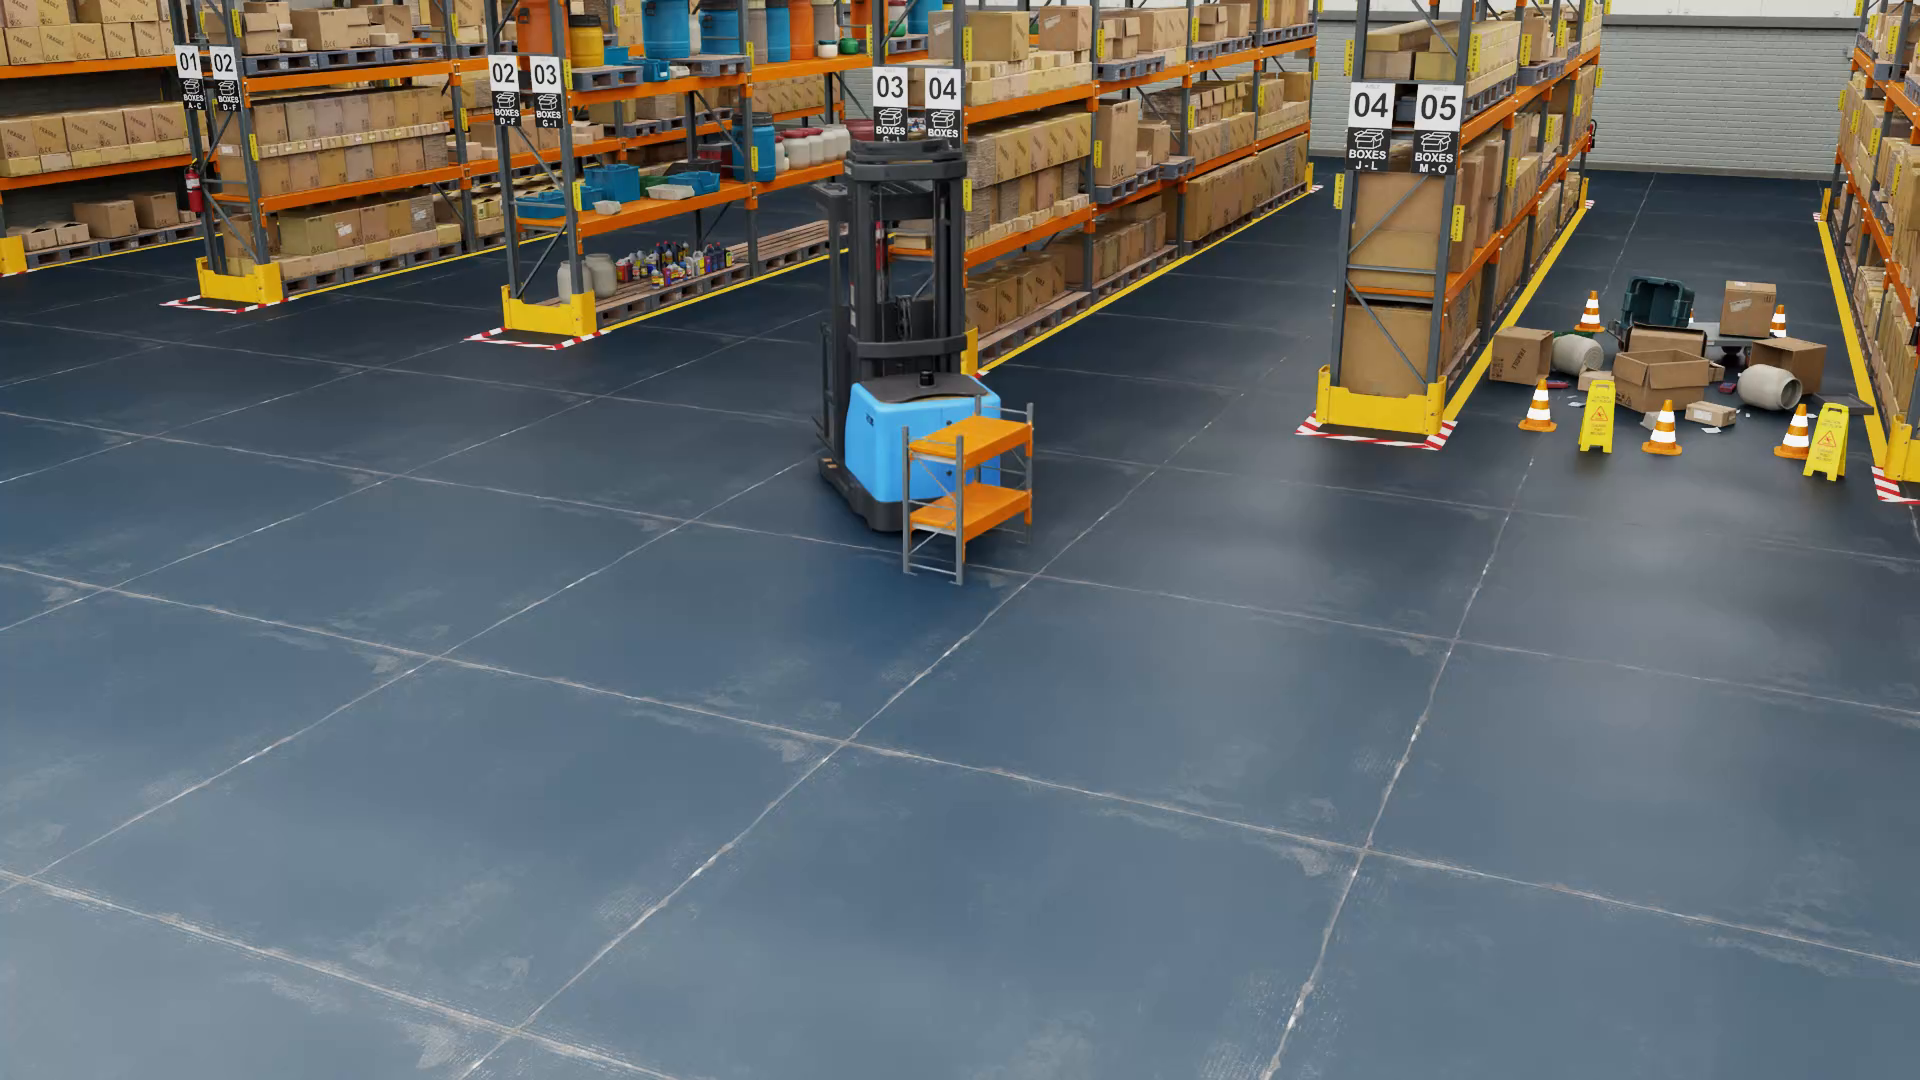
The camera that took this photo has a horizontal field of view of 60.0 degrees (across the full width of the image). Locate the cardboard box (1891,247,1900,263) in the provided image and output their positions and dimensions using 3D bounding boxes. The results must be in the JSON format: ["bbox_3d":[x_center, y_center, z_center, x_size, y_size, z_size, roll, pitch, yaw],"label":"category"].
[{"bbox_3d":[9.835,-2.944,17.145,0.380,0.149,0.250,8,21,22],"label":"cardboard box"}]

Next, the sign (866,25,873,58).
[{"bbox_3d":[-0.921,-5.164,17.216,0.100,0.325,0.005,9,21,23],"label":"sign"}]

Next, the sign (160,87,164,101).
[{"bbox_3d":[-12.850,-7.134,26.824,0.100,0.325,0.005,9,21,23],"label":"sign"}]

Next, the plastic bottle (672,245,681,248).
[{"bbox_3d":[-3.941,-3.938,22.974,0.152,0.276,0.135,9,22,25],"label":"plastic bottle"}]

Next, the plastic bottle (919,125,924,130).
[{"bbox_3d":[-0.648,-6.789,27.773,0.097,0.271,0.097,0,20,0],"label":"plastic bottle"}]

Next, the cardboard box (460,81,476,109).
[{"bbox_3d":[-9.638,-8.517,31.817,0.500,0.500,0.500,9,22,24],"label":"cardboard box"}]

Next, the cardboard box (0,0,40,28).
[{"bbox_3d":[-13.349,-7.462,23.327,0.500,0.500,0.500,8,21,22],"label":"cardboard box"}]

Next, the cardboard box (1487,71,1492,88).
[{"bbox_3d":[5.010,-4.527,16.343,0.380,0.149,0.250,8,21,22],"label":"cardboard box"}]

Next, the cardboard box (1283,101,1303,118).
[{"bbox_3d":[5.964,-7.873,30.409,0.500,0.250,0.500,8,21,22],"label":"cardboard box"}]

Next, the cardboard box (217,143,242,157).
[{"bbox_3d":[-9.476,-5.108,21.737,0.380,0.149,0.250,8,21,22],"label":"cardboard box"}]

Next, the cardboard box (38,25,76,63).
[{"bbox_3d":[-13.153,-7.147,23.933,0.500,0.500,0.500,10,22,25],"label":"cardboard box"}]

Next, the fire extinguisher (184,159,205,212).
[{"bbox_3d":[-9.931,-4.603,21.551,0.296,0.674,0.183,9,21,23],"label":"fire extinguisher"}]

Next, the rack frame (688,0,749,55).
[{"bbox_3d":[-3.304,-7.981,21.979,1.000,3.000,0.127,9,21,23],"label":"rack frame"}]

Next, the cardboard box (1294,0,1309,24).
[{"bbox_3d":[5.965,-9.682,30.314,0.700,0.500,0.500,7,21,19],"label":"cardboard box"}]

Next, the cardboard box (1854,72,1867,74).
[{"bbox_3d":[14.772,-7.536,27.074,0.380,0.149,0.250,9,21,24],"label":"cardboard box"}]

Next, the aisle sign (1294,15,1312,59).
[{"bbox_3d":[6.432,-9.348,30.899,0.394,0.787,0.004,9,21,23],"label":"aisle sign"}]

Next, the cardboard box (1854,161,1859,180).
[{"bbox_3d":[12.676,-5.078,22.996,0.500,0.250,0.500,8,21,22],"label":"cardboard box"}]

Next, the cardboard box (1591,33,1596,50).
[{"bbox_3d":[10.050,-8.126,27.090,0.500,0.250,0.500,10,22,25],"label":"cardboard box"}]

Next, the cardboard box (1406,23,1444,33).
[{"bbox_3d":[4.824,-5.302,17.333,0.380,0.149,0.250,9,21,23],"label":"cardboard box"}]

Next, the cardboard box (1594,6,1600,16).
[{"bbox_3d":[10.441,-8.819,27.697,0.380,0.149,0.250,9,21,24],"label":"cardboard box"}]

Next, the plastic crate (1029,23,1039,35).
[{"bbox_3d":[1.467,-9.795,31.874,0.450,0.188,0.336,9,21,23],"label":"plastic crate"}]

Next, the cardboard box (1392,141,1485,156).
[{"bbox_3d":[5.051,-3.904,17.634,0.875,0.550,0.550,9,21,23],"label":"cardboard box"}]

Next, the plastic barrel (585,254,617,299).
[{"bbox_3d":[-4.536,-3.322,20.919,0.421,0.512,0.421,0,20,0],"label":"plastic barrel"}]

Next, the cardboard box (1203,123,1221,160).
[{"bbox_3d":[3.716,-6.171,25.694,0.500,0.500,0.500,8,21,22],"label":"cardboard box"}]

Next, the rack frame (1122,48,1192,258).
[{"bbox_3d":[2.853,-5.697,24.512,1.000,3.000,0.127,9,21,23],"label":"rack frame"}]

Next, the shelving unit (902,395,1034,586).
[{"bbox_3d":[0.069,-0.389,12.385,0.538,1.125,1.048,12,23,29],"label":"shelving unit"}]

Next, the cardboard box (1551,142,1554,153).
[{"bbox_3d":[8.571,-5.822,24.610,0.380,0.149,0.250,8,21,20],"label":"cardboard box"}]

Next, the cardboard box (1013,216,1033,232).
[{"bbox_3d":[0.614,-3.633,19.082,0.380,0.149,0.250,9,21,23],"label":"cardboard box"}]

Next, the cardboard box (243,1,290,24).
[{"bbox_3d":[-11.540,-8.705,27.716,0.500,0.500,0.500,8,21,21],"label":"cardboard box"}]

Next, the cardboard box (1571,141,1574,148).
[{"bbox_3d":[9.768,-6.460,27.032,0.380,0.149,0.250,9,21,24],"label":"cardboard box"}]

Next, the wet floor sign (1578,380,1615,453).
[{"bbox_3d":[5.855,-1.150,15.240,0.267,0.644,0.232,5,20,13],"label":"wet floor sign"}]

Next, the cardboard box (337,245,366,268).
[{"bbox_3d":[-8.630,-3.954,23.087,0.500,0.250,0.500,9,21,23],"label":"cardboard box"}]

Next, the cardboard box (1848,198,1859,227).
[{"bbox_3d":[14.253,-5.002,25.754,0.875,0.438,0.875,8,21,21],"label":"cardboard box"}]

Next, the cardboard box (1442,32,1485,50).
[{"bbox_3d":[4.696,-4.669,15.553,0.380,0.149,0.250,8,21,22],"label":"cardboard box"}]

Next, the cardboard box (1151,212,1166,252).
[{"bbox_3d":[2.597,-4.519,24.273,0.700,0.500,0.500,7,21,20],"label":"cardboard box"}]

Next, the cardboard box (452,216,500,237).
[{"bbox_3d":[-7.430,-4.826,25.540,0.500,0.250,0.500,8,21,21],"label":"cardboard box"}]

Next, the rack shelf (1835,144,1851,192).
[{"bbox_3d":[14.351,-5.833,25.966,1.077,0.370,4.000,9,21,23],"label":"rack shelf"}]

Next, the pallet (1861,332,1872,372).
[{"bbox_3d":[10.574,-2.039,18.387,1.003,0.211,1.213,9,21,23],"label":"pallet"}]

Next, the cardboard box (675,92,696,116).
[{"bbox_3d":[-5.212,-7.977,30.146,0.700,0.500,0.500,3,20,9],"label":"cardboard box"}]

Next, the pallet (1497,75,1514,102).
[{"bbox_3d":[5.354,-4.886,17.886,1.003,0.211,1.213,9,21,23],"label":"pallet"}]

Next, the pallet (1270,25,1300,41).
[{"bbox_3d":[5.337,-8.912,29.206,1.003,0.211,1.213,9,21,23],"label":"pallet"}]

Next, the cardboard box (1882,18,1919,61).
[{"bbox_3d":[12.126,-6.324,21.023,0.700,0.500,0.500,7,21,20],"label":"cardboard box"}]

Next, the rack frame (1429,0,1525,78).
[{"bbox_3d":[5.699,-6.589,18.068,1.000,3.000,0.127,9,21,23],"label":"rack frame"}]

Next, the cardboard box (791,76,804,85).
[{"bbox_3d":[-3.463,-9.377,33.217,0.500,0.500,0.500,9,22,24],"label":"cardboard box"}]

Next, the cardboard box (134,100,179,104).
[{"bbox_3d":[-12.725,-6.690,26.380,0.500,0.500,0.500,8,21,21],"label":"cardboard box"}]

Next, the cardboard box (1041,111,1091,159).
[{"bbox_3d":[1.282,-4.957,20.346,0.500,0.500,0.500,9,21,23],"label":"cardboard box"}]

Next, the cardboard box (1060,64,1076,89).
[{"bbox_3d":[1.043,-5.484,19.658,0.500,0.250,0.500,9,22,24],"label":"cardboard box"}]

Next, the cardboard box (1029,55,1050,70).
[{"bbox_3d":[0.811,-5.462,19.003,0.380,0.149,0.250,10,22,25],"label":"cardboard box"}]

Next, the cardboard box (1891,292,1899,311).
[{"bbox_3d":[9.454,-2.345,16.476,0.380,0.149,0.250,9,22,25],"label":"cardboard box"}]

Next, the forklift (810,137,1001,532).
[{"bbox_3d":[-0.602,-1.904,13.949,1.130,2.935,3.031,-6,20,-17],"label":"forklift"}]

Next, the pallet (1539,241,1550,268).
[{"bbox_3d":[8.159,-4.282,24.695,1.003,0.211,1.213,9,21,23],"label":"pallet"}]

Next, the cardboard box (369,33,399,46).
[{"bbox_3d":[-8.066,-6.987,23.202,0.380,0.149,0.250,9,21,23],"label":"cardboard box"}]

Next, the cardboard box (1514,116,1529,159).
[{"bbox_3d":[6.938,-5.213,21.510,0.700,0.500,0.500,8,21,22],"label":"cardboard box"}]

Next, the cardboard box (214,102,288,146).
[{"bbox_3d":[-9.234,-5.427,21.668,0.700,0.500,0.500,9,21,23],"label":"cardboard box"}]

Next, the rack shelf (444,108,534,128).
[{"bbox_3d":[-9.885,-8.009,32.085,1.077,0.370,4.000,9,21,23],"label":"rack shelf"}]

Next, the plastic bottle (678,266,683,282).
[{"bbox_3d":[-3.693,-3.497,21.845,0.097,0.201,0.097,0,20,0],"label":"plastic bottle"}]

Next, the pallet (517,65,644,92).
[{"bbox_3d":[-4.513,-5.495,19.749,1.003,0.211,1.213,9,21,23],"label":"pallet"}]
